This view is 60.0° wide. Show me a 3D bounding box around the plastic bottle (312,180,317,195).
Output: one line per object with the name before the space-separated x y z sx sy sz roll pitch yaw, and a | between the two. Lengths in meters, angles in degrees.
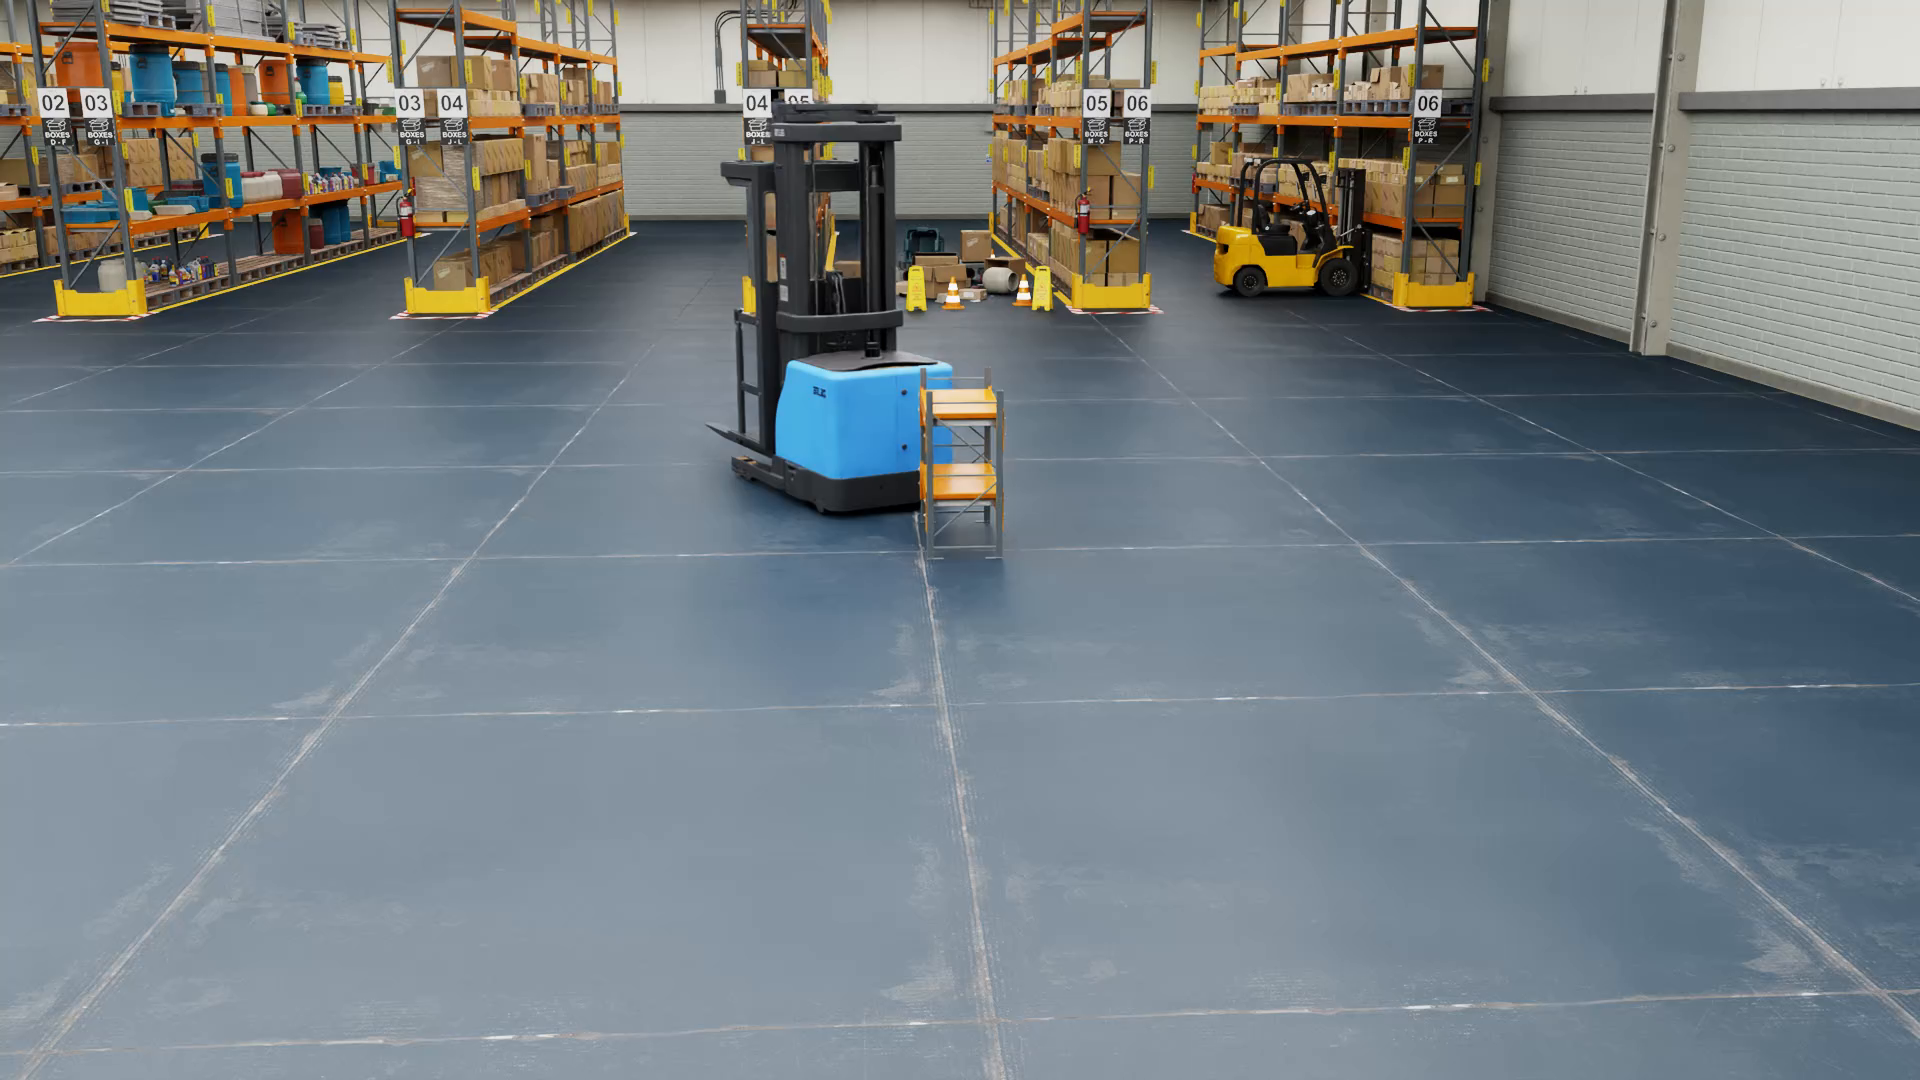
plastic bottle | -12.728 -6.950 32.755 0.061 0.283 0.133 -1 14 -3

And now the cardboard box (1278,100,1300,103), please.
cardboard box | 6.494 -8.710 32.840 0.380 0.149 0.250 -1 14 -2

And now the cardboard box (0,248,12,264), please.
cardboard box | -17.637 -5.161 30.241 0.500 0.250 0.500 -1 14 -2

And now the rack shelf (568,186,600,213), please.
rack shelf | -8.213 -6.971 34.043 1.077 0.370 4.000 -1 14 -3

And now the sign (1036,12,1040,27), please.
sign | 1.849 -12.365 39.492 0.100 0.325 0.005 -1 14 -3

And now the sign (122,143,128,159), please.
sign | -17.671 -8.235 35.188 0.100 0.325 0.005 -1 14 -3

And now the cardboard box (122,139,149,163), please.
cardboard box | -18.005 -8.447 36.130 0.500 0.500 0.500 -1 14 -5

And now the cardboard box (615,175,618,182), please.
cardboard box | -8.187 -8.417 38.723 0.380 0.149 0.250 -1 14 -2

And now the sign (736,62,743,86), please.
sign | -3.179 -6.722 23.994 0.100 0.325 0.005 -1 14 -3

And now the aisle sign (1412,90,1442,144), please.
aisle sign | 6.962 -6.301 24.778 0.394 0.787 0.004 -1 14 -3

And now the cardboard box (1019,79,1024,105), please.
cardboard box | 1.551 -8.923 33.122 0.700 0.500 0.500 -2 15 -6

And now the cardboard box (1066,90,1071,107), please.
cardboard box | 1.930 -6.886 25.956 0.500 0.250 0.500 0 14 -2

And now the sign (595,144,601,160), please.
sign | -7.796 -8.350 35.794 0.100 0.325 0.005 -1 14 -3

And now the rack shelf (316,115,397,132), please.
rack shelf | -13.404 -9.342 37.238 1.077 0.370 4.000 -1 14 -3

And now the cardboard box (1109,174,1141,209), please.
cardboard box | 2.545 -5.300 25.307 0.500 0.500 0.500 -1 14 -4

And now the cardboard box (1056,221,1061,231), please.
cardboard box | 1.798 -5.218 27.657 0.380 0.149 0.250 0 14 -1

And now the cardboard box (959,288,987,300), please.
cardboard box | 0.200 -3.899 26.382 0.380 0.149 0.250 7 16 26

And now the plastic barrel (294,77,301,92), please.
plastic barrel | -13.293 -8.906 32.984 0.433 0.535 0.433 0 14 0

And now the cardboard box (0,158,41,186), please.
cardboard box | -18.128 -7.076 31.966 0.700 0.500 0.500 -6 16 -22

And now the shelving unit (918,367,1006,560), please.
shelving unit | 0.000 -0.546 11.393 0.538 1.125 1.048 -1 14 -3

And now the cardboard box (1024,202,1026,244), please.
cardboard box | 1.791 -6.544 34.362 0.875 0.875 0.875 -1 14 -3

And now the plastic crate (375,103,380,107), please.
plastic crate | -13.783 -10.024 38.709 0.497 0.269 0.590 -1 14 -3

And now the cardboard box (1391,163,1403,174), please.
cardboard box | 6.929 -5.781 25.874 0.380 0.149 0.250 -1 14 -2

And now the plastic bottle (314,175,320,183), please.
plastic bottle | -12.972 -7.183 33.523 0.144 0.351 0.185 -1 14 -3

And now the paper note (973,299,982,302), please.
paper note | 0.252 -3.752 26.046 0.148 0.019 0.142 -6 16 -23

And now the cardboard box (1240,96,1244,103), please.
cardboard box | 6.155 -9.359 35.322 0.380 0.149 0.250 -1 14 -3

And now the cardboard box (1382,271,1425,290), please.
cardboard box | 6.907 -4.046 25.909 0.500 0.250 0.500 -1 14 -3

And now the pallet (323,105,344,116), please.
pallet | -13.061 -8.626 33.391 1.003 0.211 1.213 -1 14 -3

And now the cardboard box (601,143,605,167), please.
cardboard box | -8.134 -8.497 36.729 0.500 0.500 0.500 -1 14 -3

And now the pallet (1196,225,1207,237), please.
pallet | 6.315 -7.474 40.152 1.003 0.211 1.213 -1 14 -3

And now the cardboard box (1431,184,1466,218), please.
cardboard box | 7.498 -5.239 25.666 0.500 0.500 0.500 0 14 -2

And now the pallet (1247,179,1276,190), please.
pallet | 6.631 -7.443 34.820 1.003 0.211 1.213 -1 14 -3

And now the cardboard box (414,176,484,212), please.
cardboard box | -7.600 -5.162 24.771 0.875 0.500 0.500 -1 14 -3

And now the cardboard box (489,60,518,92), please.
cardboard box | -7.559 -7.606 27.248 0.500 0.500 0.500 -1 14 -5

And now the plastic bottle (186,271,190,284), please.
plastic bottle | -12.372 -4.204 26.579 0.097 0.201 0.097 0 14 0

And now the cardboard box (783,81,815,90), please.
cardboard box | -2.475 -7.035 25.490 0.500 0.250 0.500 -1 14 -4

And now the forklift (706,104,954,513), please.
forklift | -1.197 -1.937 13.173 1.130 2.935 3.031 -8 16 -28

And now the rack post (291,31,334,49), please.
rack post | -13.028 -9.902 32.955 0.937 0.300 0.954 1 14 3

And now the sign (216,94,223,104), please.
sign | -12.235 -7.213 27.504 0.100 0.325 0.005 -1 14 -3

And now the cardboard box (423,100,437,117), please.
cardboard box | -7.877 -6.328 24.383 0.500 0.250 0.500 -1 14 -2

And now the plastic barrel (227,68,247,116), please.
plastic barrel | -13.158 -8.036 29.857 0.600 0.830 0.708 -1 14 -3

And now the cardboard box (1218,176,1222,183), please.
cardboard box | 6.125 -8.258 38.107 0.380 0.149 0.250 -1 14 -4

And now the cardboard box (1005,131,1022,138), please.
cardboard box | 1.219 -9.142 37.528 0.380 0.149 0.250 -1 14 -4

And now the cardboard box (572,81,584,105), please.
cardboard box | -8.291 -9.377 34.888 0.700 0.500 0.500 -1 14 -2

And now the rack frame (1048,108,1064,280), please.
rack frame | 2.050 -5.980 28.748 1.000 3.000 0.127 -1 14 -3

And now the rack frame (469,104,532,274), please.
rack frame | -7.841 -5.827 28.154 1.000 3.000 0.127 -1 14 -3

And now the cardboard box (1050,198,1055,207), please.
cardboard box | 1.749 -5.775 28.456 0.380 0.149 0.250 -1 14 -4

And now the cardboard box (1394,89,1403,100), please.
cardboard box | 6.897 -6.847 25.559 0.380 0.149 0.250 -1 14 -5

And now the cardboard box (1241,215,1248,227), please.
cardboard box | 6.356 -6.784 36.046 0.500 0.500 0.500 -1 14 -4

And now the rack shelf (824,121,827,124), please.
rack shelf | -3.256 -8.475 33.869 1.077 0.370 4.000 -1 14 -3

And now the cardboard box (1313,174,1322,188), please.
cardboard box | 6.679 -6.473 29.962 0.500 0.250 0.500 -1 14 -5
